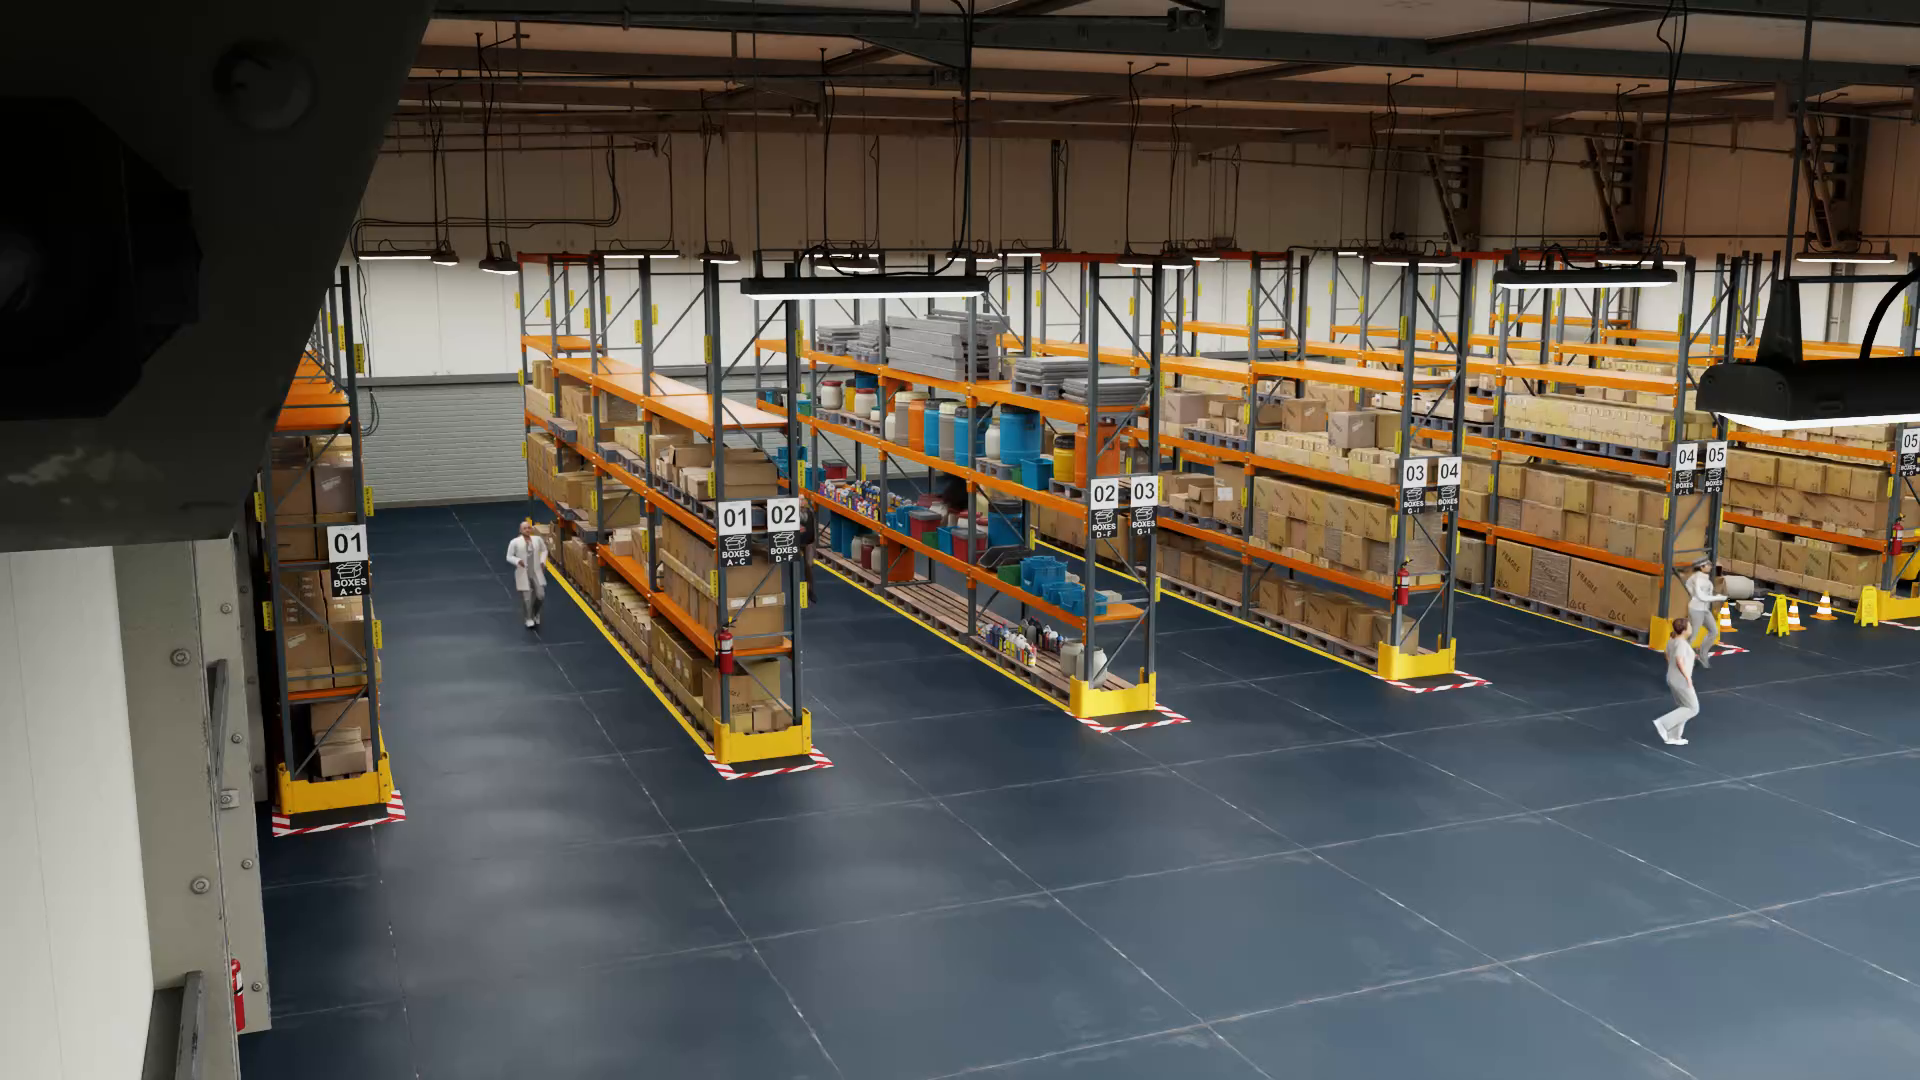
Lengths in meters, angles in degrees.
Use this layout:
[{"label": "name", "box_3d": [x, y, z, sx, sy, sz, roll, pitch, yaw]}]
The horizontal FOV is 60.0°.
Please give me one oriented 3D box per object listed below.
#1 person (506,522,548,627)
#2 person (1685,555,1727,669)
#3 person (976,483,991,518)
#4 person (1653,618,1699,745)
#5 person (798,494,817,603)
[{"label": "person", "box_3d": [-6.982, 0.572, 27.024, 0.695, 1.735, 0.633, -5, 12, -26]}, {"label": "person", "box_3d": [10.934, 1.074, 24.530, 0.681, 1.744, 0.628, 6, 12, 31]}, {"label": "person", "box_3d": [0.439, -0.361, 32.485, 0.574, 1.621, 0.563, -7, 13, -34]}, {"label": "person", "box_3d": [8.978, 1.776, 20.831, 0.536, 1.634, 0.573, 1, 10, 4]}, {"label": "person", "box_3d": [-2.665, 0.130, 28.089, 0.638, 1.838, 0.756, -5, 11, -24]}]
